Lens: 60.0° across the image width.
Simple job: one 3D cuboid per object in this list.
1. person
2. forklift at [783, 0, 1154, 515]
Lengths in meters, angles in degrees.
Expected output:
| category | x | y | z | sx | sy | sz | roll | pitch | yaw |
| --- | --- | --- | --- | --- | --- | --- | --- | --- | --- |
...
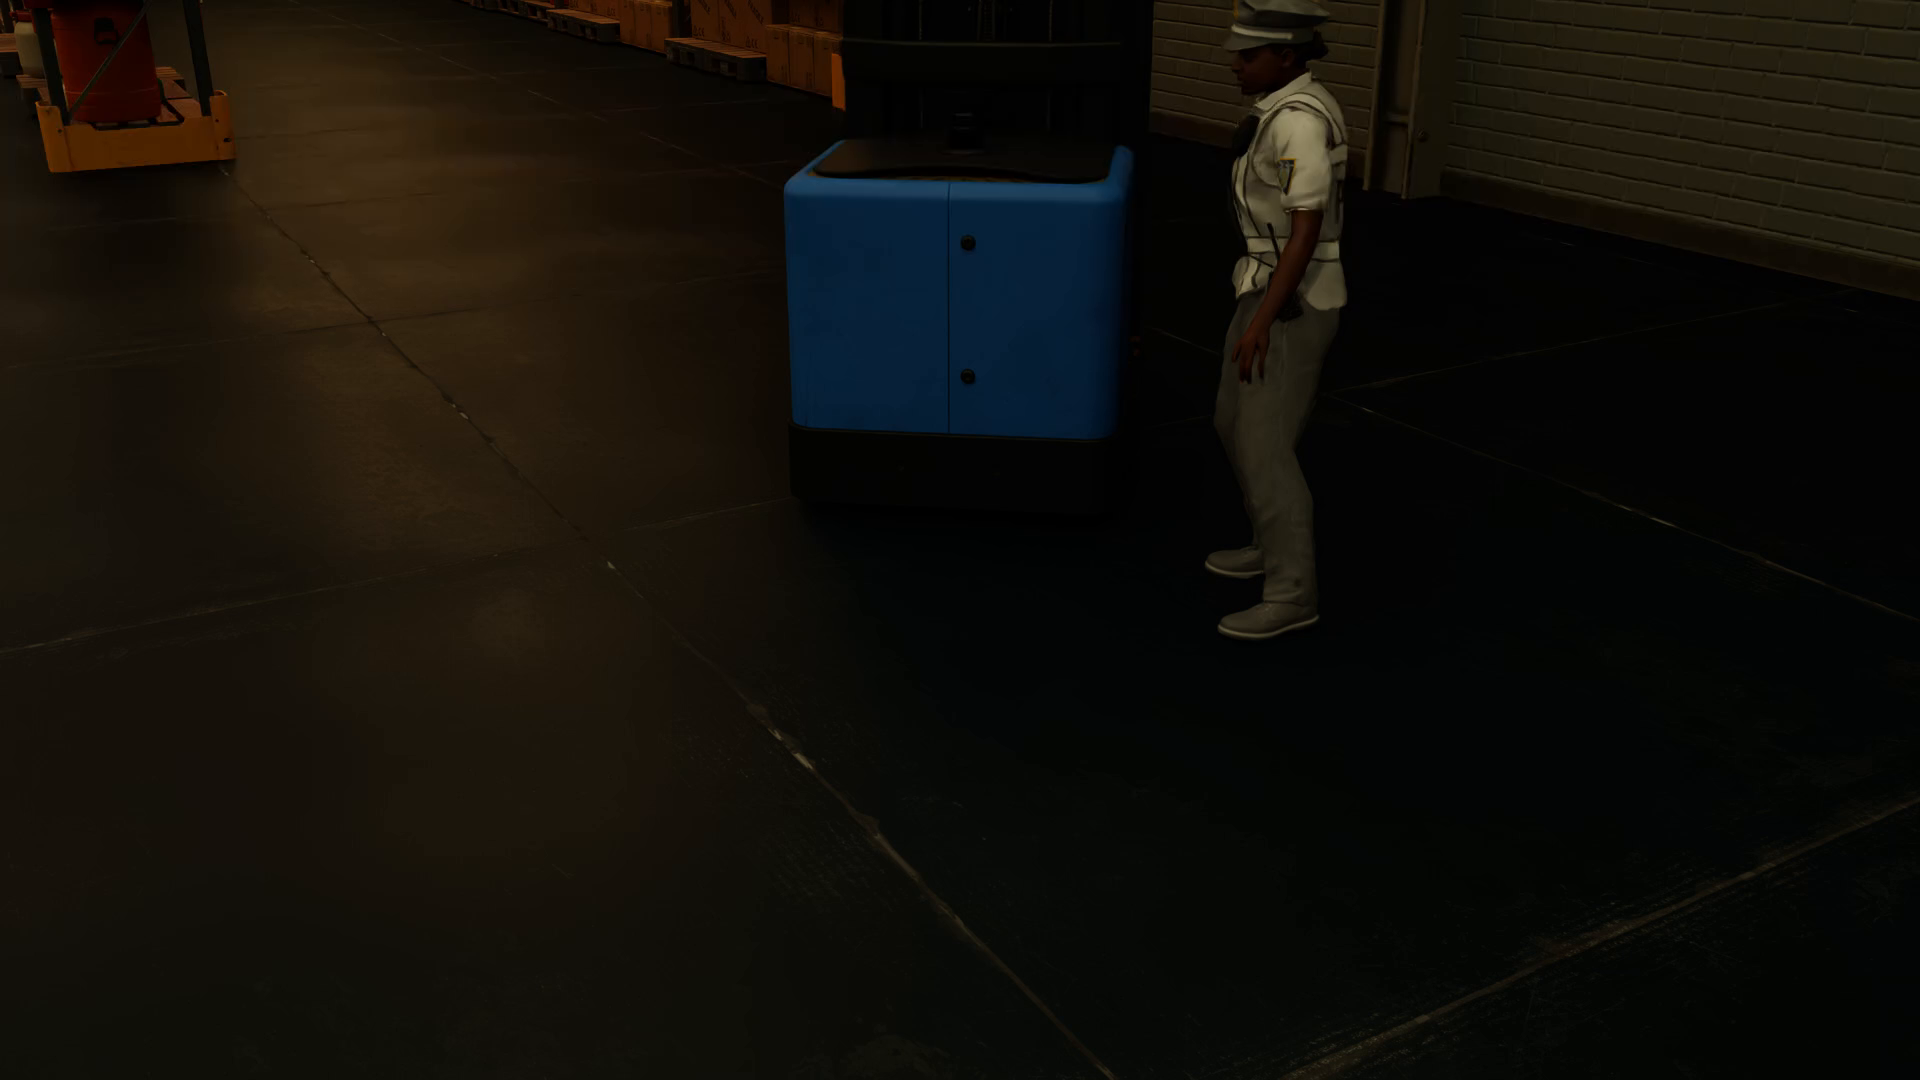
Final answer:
| category | x | y | z | sx | sy | sz | roll | pitch | yaw |
| --- | --- | --- | --- | --- | --- | --- | --- | --- | --- |
| person | 0.851 | -0.609 | 4.469 | 0.367 | 1.637 | 0.715 | 2 | 22 | 5 |
| forklift | 0.165 | -1.957 | 6.043 | 1.130 | 2.935 | 3.031 | 3 | 22 | 7 |
